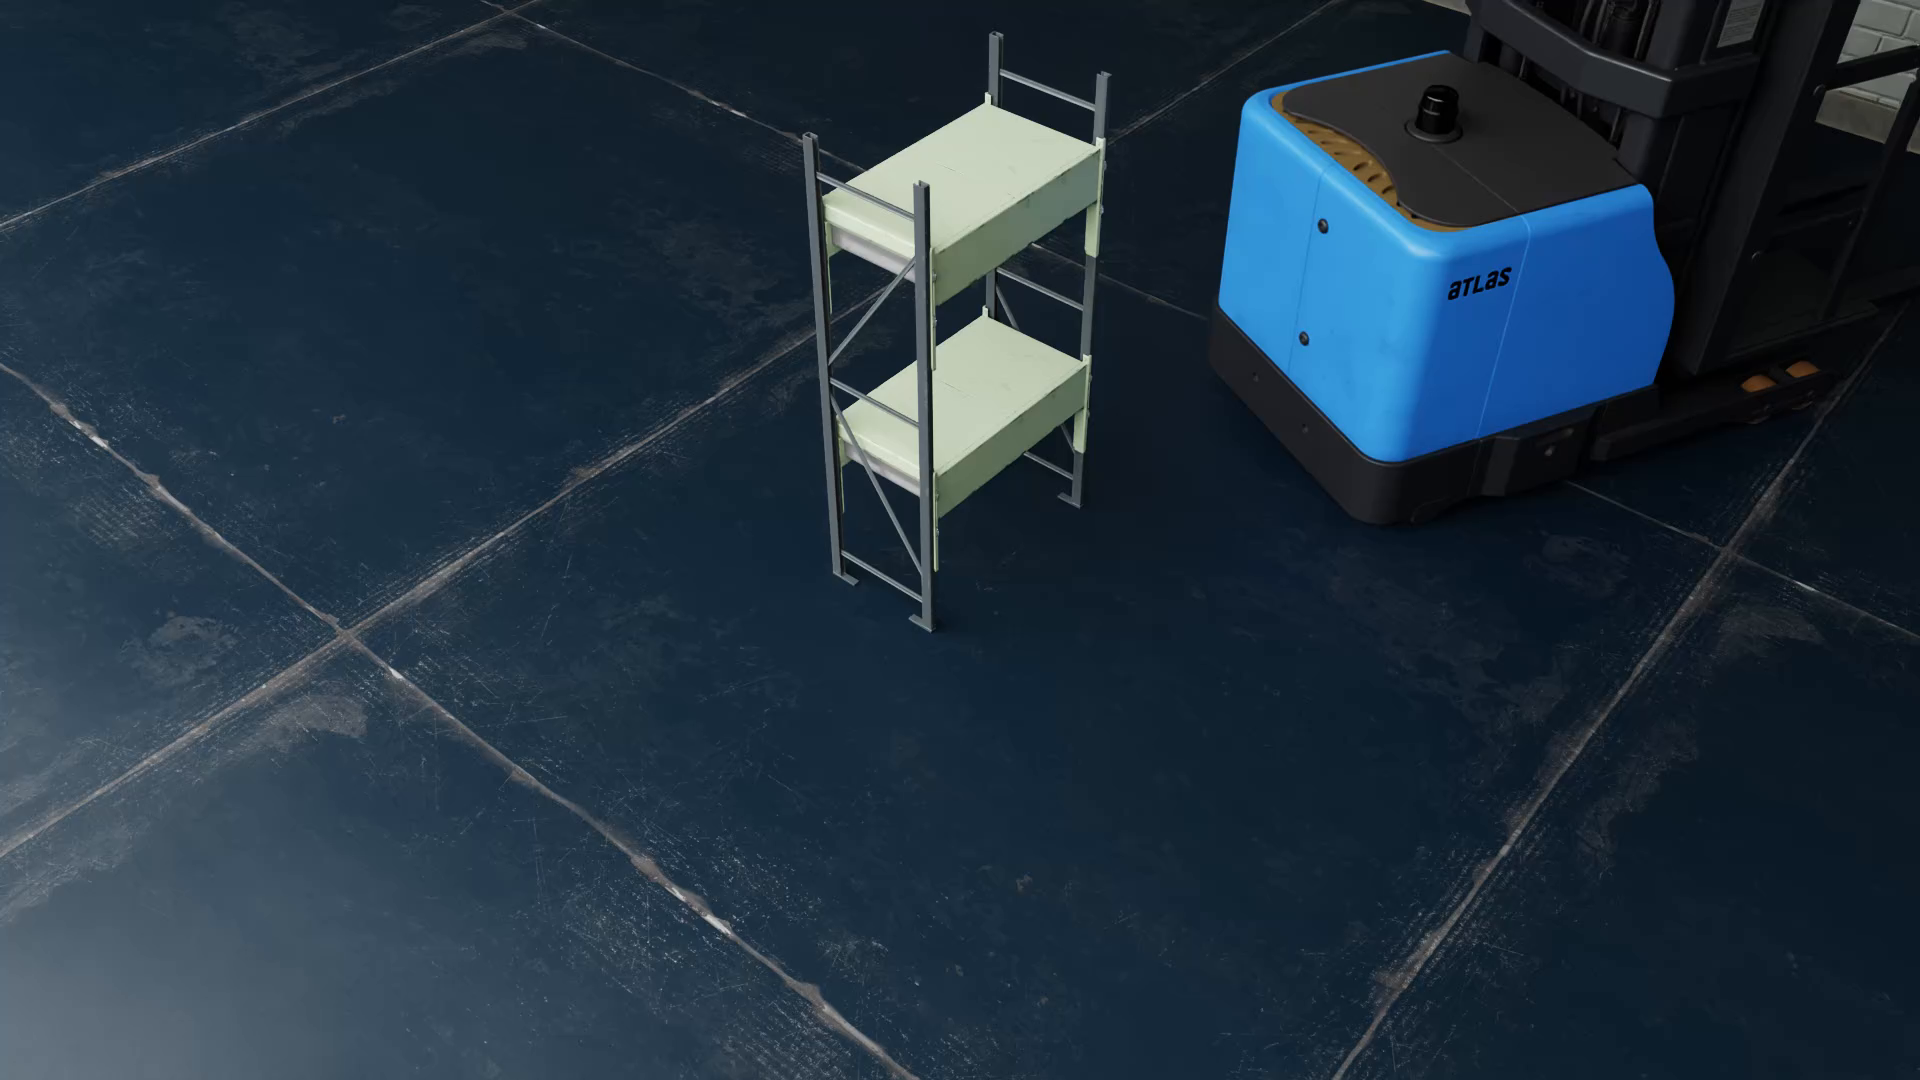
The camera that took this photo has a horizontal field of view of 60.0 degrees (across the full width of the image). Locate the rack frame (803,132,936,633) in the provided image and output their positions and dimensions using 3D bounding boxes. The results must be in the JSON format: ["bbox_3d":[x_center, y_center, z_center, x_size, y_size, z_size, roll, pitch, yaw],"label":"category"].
[{"bbox_3d":[-0.231,-0.370,4.542,0.400,1.500,0.023,29,50,28],"label":"rack frame"}]

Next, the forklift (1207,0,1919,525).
[{"bbox_3d":[2.430,-1.790,5.040,3.031,2.935,1.130,-17,45,-17],"label":"forklift"}]

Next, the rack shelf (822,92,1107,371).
[{"bbox_3d":[0.004,-0.847,4.487,0.431,0.370,0.720,29,50,28],"label":"rack shelf"}]

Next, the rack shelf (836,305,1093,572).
[{"bbox_3d":[0.004,-0.317,4.969,0.431,0.370,0.720,29,50,28],"label":"rack shelf"}]

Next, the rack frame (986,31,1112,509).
[{"bbox_3d":[0.240,-0.747,4.957,0.400,1.500,0.023,29,50,28],"label":"rack frame"}]

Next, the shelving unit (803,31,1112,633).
[{"bbox_3d":[0.004,-0.558,4.749,0.431,1.500,0.755,29,50,28],"label":"shelving unit"}]
